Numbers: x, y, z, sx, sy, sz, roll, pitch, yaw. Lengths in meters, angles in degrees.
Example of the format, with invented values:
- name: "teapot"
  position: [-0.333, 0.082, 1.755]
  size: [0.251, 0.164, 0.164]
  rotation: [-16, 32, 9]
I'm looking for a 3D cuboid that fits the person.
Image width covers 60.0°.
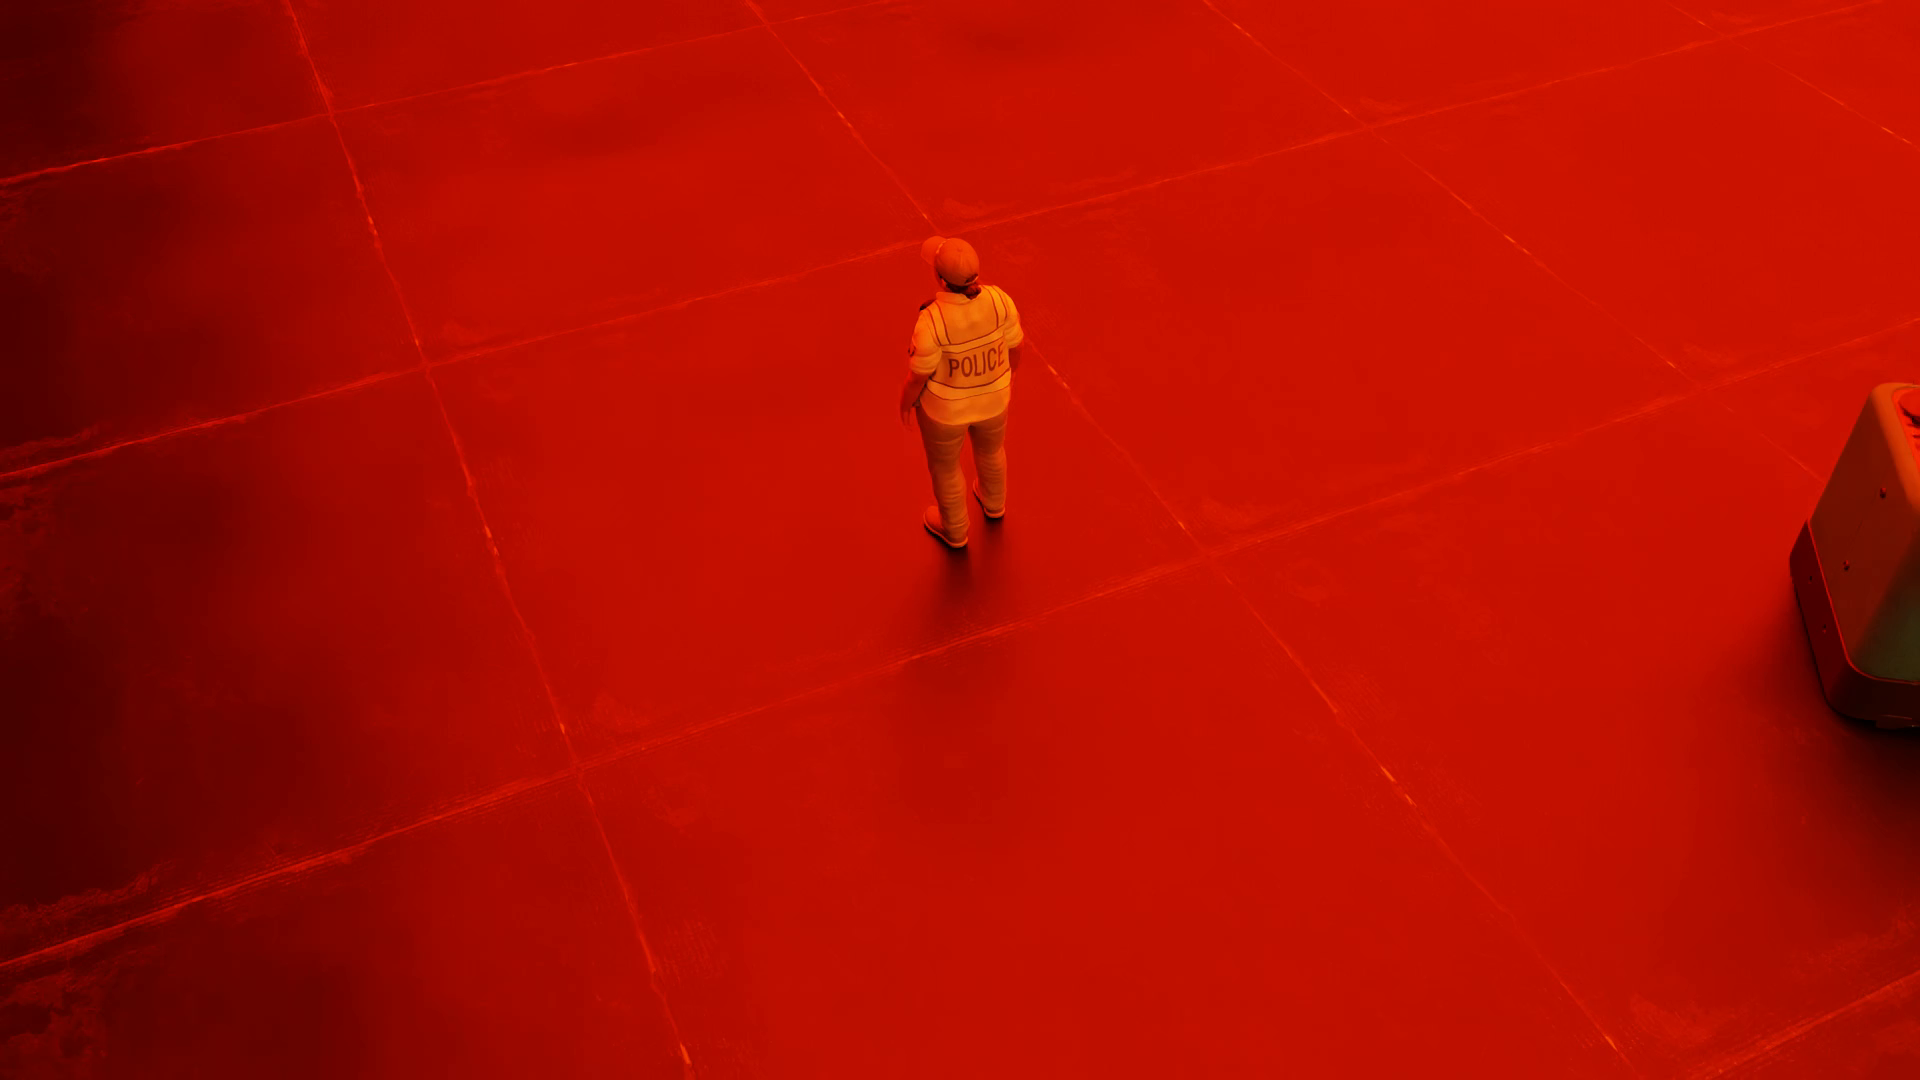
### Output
- name: "person"
  position: [-0.011, -0.668, 7.313]
  size: [0.598, 1.670, 0.529]
  rotation: [-18, 46, -18]

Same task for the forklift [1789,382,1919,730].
- name: "forklift"
  position: [5.217, -0.460, 6.173]
  size: [3.031, 2.935, 1.130]
  rotation: [7, 43, 7]
